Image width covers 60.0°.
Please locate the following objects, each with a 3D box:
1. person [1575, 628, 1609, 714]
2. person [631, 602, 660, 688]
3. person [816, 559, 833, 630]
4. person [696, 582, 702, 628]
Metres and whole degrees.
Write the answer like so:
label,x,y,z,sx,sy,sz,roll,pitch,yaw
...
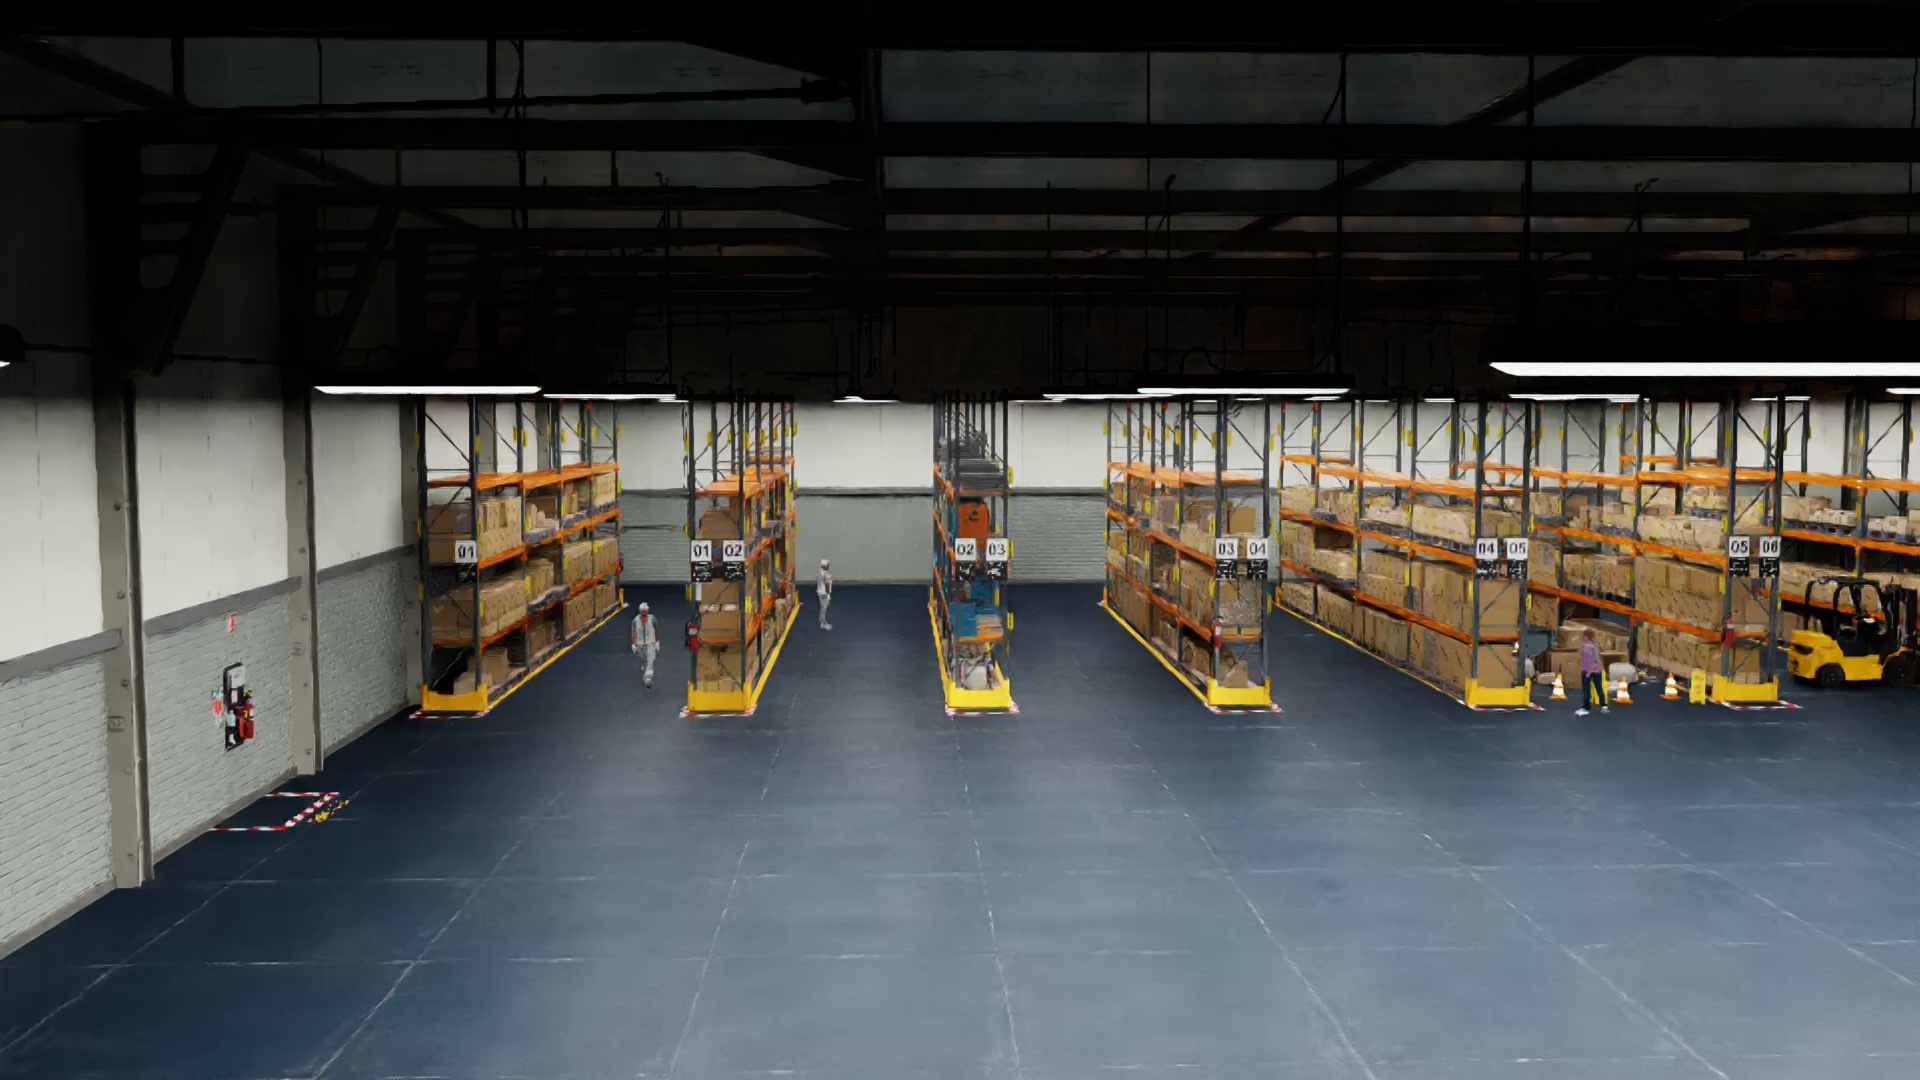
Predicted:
label,x,y,z,sx,sy,sz,roll,pitch,yaw
person,11.719,2.424,30.787,0.639,1.587,0.443,-2,5,-28
person,-6.397,2.104,33.741,0.553,1.709,1.123,0,5,0
person,-3.411,1.362,42.330,0.479,1.776,0.629,-2,5,-24
person,-6.495,1.449,41.895,0.543,1.700,1.115,0,5,0
